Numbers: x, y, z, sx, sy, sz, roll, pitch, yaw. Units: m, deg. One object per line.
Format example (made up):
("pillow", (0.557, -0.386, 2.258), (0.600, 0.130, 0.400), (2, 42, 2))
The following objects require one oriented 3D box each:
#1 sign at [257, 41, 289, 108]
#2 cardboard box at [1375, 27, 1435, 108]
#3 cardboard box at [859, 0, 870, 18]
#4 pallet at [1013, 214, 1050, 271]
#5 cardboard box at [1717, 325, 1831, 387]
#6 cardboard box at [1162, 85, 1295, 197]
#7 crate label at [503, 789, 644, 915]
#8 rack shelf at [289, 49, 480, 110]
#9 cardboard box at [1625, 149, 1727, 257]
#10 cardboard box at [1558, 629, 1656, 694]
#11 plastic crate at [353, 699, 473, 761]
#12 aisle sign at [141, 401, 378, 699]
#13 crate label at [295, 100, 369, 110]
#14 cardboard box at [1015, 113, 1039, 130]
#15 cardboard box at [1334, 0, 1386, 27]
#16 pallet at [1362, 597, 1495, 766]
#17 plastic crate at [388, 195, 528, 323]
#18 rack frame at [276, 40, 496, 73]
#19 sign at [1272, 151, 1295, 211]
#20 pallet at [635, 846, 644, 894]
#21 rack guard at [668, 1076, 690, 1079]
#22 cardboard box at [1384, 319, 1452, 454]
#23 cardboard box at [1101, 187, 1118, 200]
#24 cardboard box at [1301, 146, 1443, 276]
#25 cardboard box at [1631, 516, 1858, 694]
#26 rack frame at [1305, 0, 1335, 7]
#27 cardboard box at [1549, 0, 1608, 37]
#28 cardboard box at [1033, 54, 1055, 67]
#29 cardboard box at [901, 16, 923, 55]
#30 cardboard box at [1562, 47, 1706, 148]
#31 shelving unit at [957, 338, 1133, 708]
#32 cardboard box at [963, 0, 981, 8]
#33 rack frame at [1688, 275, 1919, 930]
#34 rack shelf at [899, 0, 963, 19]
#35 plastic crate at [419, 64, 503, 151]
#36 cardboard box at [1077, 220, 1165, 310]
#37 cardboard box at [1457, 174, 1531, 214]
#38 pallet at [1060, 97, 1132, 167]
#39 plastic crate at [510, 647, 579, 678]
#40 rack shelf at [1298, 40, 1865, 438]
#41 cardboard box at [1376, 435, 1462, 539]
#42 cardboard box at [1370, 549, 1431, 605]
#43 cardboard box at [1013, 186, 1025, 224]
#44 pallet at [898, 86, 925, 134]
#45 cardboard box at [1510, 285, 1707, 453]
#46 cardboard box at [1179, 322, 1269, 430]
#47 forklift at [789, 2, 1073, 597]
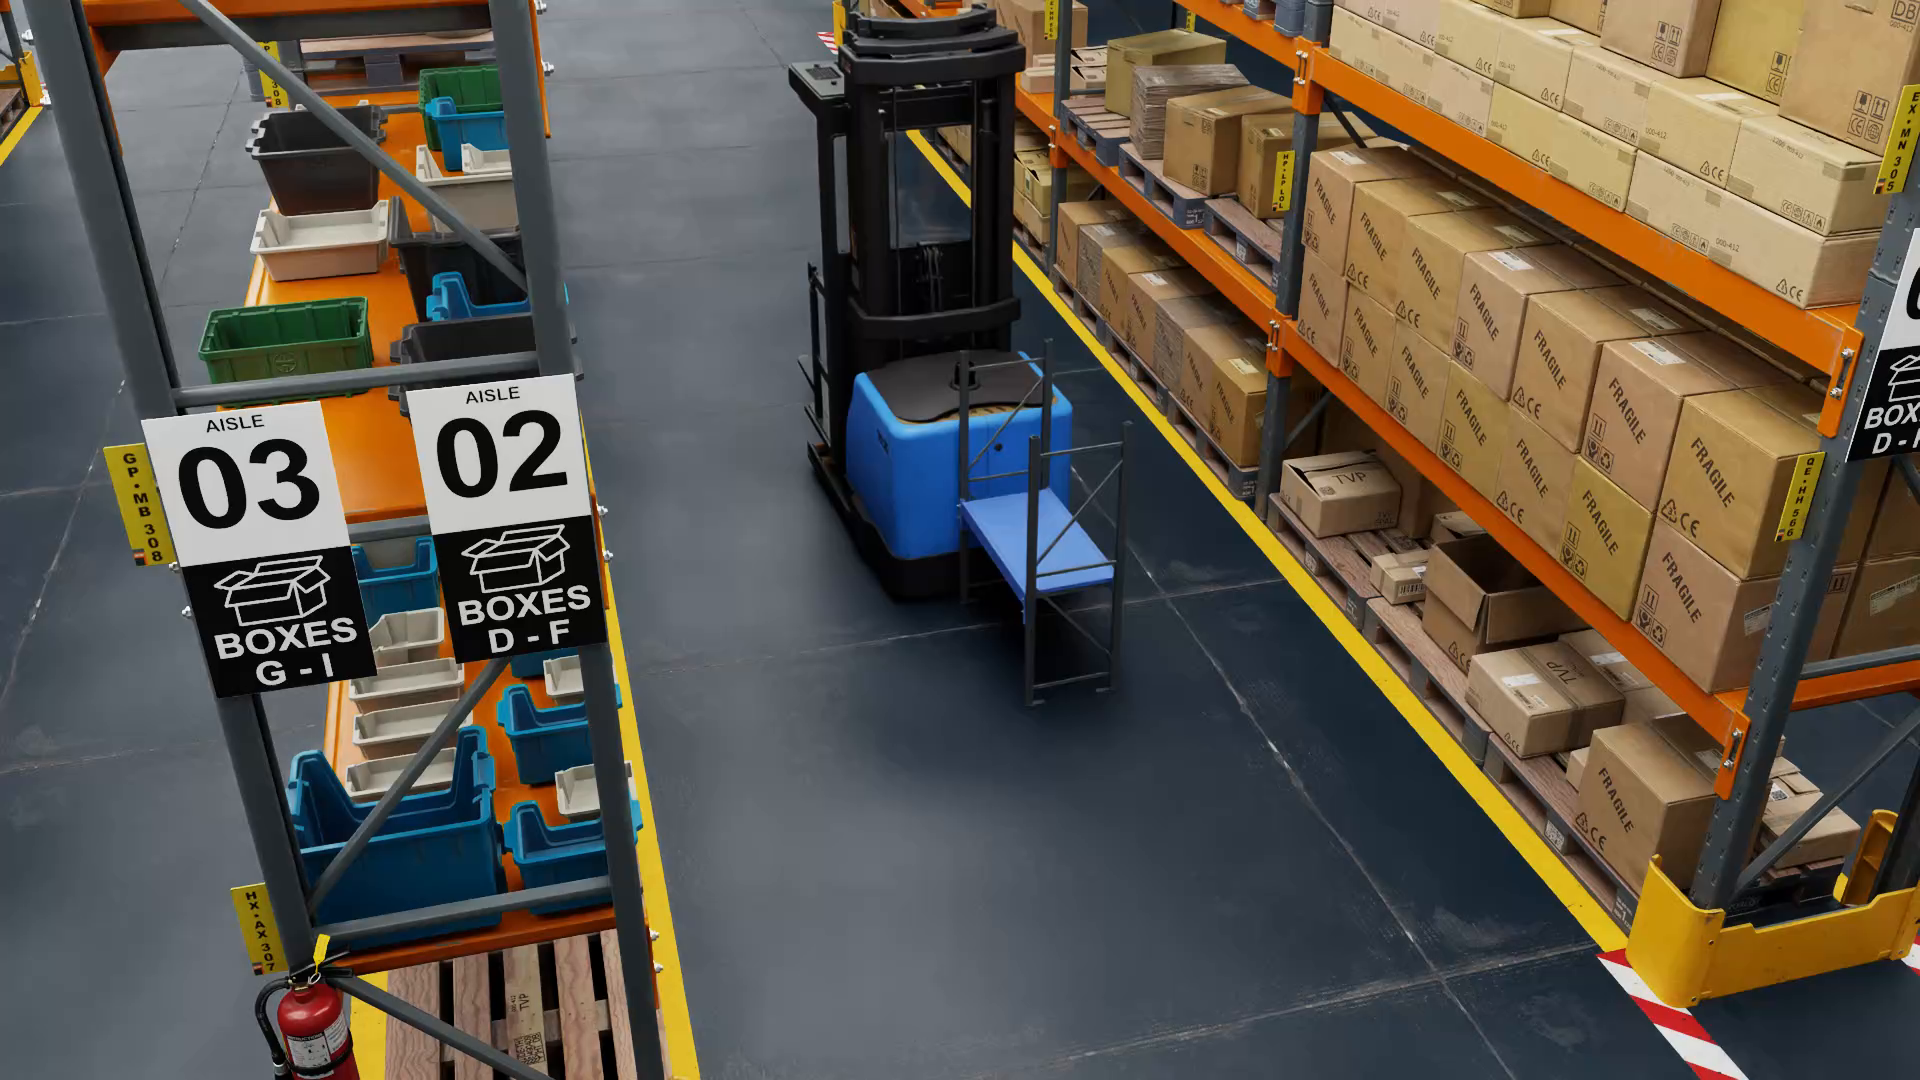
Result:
("sign", (-3.037, -2.072, 7.333), (0.100, 0.325, 0.005), (-8, 31, -13))
("cardboard box", (2.290, -2.223, 7.751), (0.500, 0.250, 0.500), (-8, 31, -13))
("cardboard box", (-0.852, -6.081, 18.839), (0.500, 0.500, 0.500), (-8, 31, -13))
("pallet", (1.028, -2.627, 14.078), (1.003, 0.211, 1.213), (-8, 31, -13))
("cardboard box", (3.323, -0.544, 6.598), (0.500, 0.500, 0.500), (-8, 31, -13))
("cardboard box", (1.742, -2.569, 10.676), (0.700, 0.500, 0.500), (-16, 34, -26))
("crate label", (-1.192, 0.973, 5.182), (0.416, 0.233, 0.303), (-8, 31, -13))
("rack shelf", (-3.037, -2.795, 9.309), (1.077, 0.370, 4.000), (-8, 31, -13))
("cardboard box", (2.820, -1.257, 6.082), (0.500, 0.250, 0.500), (-8, 31, -13))
("cardboard box", (3.196, 0.649, 7.940), (0.500, 0.250, 0.500), (-8, 31, -13))
("plastic crate", (-1.898, 0.666, 5.808), (0.396, 0.136, 0.243), (-8, 31, -13))
("aisle sign", (-1.708, 0.038, 4.095), (0.394, 0.787, 0.004), (-8, 31, -13))
("crate label", (-2.655, -1.752, 7.051), (0.293, 0.136, 0.466), (-8, 31, -13))
("cardboard box", (0.426, -3.622, 14.780), (0.500, 0.311, 0.500), (-7, 31, -12))
("cardboard box", (2.160, -2.681, 8.044), (0.500, 0.250, 0.500), (-8, 31, -13))
("pallet", (2.780, 0.630, 8.451), (1.003, 0.211, 1.213), (-8, 31, -13))
("plastic crate", (-1.585, -0.956, 5.475), (0.504, 0.338, 0.767), (-8, 31, -13))
("rack frame", (-2.506, -3.439, 6.708), (1.000, 3.000, 0.127), (-8, 31, -13))
("sign", (1.737, -1.925, 8.925), (0.100, 0.325, 0.005), (-8, 31, -13))
("pallet", (-1.946, 1.305, 7.285), (1.003, 0.211, 1.213), (-8, 31, -13))
("rack guard", (-1.425, 2.181, 5.482), (1.175, 0.500, 0.348), (-8, 31, -13))
("cardboard box", (2.413, -0.771, 7.988), (0.500, 0.500, 0.500), (-8, 31, -14))
("cardboard box", (1.353, -2.958, 13.631), (0.500, 0.311, 0.500), (-7, 31, -12))
("cardboard box", (2.125, -1.710, 8.612), (0.500, 0.500, 0.500), (-7, 31, -12))
("cardboard box", (2.951, 0.209, 6.294), (0.500, 0.500, 0.500), (-7, 31, -12))
("rack frame", (2.271, -4.096, 7.843), (1.000, 3.000, 0.127), (-8, 31, -13))
("cardboard box", (2.851, -2.321, 6.674), (0.700, 0.500, 0.500), (-8, 31, -13))
("cardboard box", (0.816, -3.931, 13.798), (0.380, 0.149, 0.250), (-6, 31, -10))
("cardboard box", (-0.308, -5.117, 17.174), (0.500, 0.500, 0.500), (-8, 31, -13))
("cardboard box", (2.688, -1.715, 6.374), (0.500, 0.250, 0.500), (-8, 31, -13))
("shelving unit", (0.397, -0.099, 8.423), (0.538, 1.500, 1.048), (-9, 31, -16))
("cardboard box", (0.320, -5.066, 15.658), (0.500, 0.250, 0.500), (-6, 31, -10))
("rack frame", (3.333, 0.433, 6.008), (1.000, 3.000, 0.127), (-8, 31, -13))
("rack shelf", (-0.383, -6.018, 17.870), (1.077, 0.370, 4.000), (-8, 31, -13))
("plastic crate", (-2.102, -1.884, 7.229), (0.450, 0.188, 0.662), (-8, 31, -13))
("cardboard box", (1.199, -2.030, 12.318), (0.500, 0.500, 0.500), (-9, 31, -15))
("cardboard box", (2.793, -1.518, 8.281), (0.500, 0.500, 0.500), (-8, 31, -14))
("pallet", (1.457, -3.030, 12.182), (1.213, 0.211, 1.003), (-8, 31, -13))
("plastic crate", (-1.542, 0.337, 6.281), (0.416, 0.233, 0.300), (-8, 31, -13))
("rack shelf", (2.802, -1.520, 7.106), (1.077, 0.370, 4.000), (-8, 31, -13))
("cardboard box", (2.696, -0.370, 9.451), (0.500, 0.500, 0.500), (-8, 31, -13))
("cardboard box", (2.413, 0.185, 8.826), (0.380, 0.166, 0.250), (-8, 31, -13))
("cardboard box", (0.694, -2.893, 14.079), (0.500, 0.250, 0.500), (-8, 31, -14))
("pallet", (-0.023, -4.546, 17.393), (1.003, 0.211, 1.213), (-8, 31, -13))
("cardboard box", (2.672, -0.715, 6.894), (0.500, 0.500, 0.500), (-7, 31, -12))
("cardboard box", (1.740, -1.048, 10.622), (0.500, 0.500, 0.500), (-8, 31, -13))
("forklift", (-0.324, -1.682, 9.730), (1.130, 2.935, 3.031), (-9, 31, -16))
